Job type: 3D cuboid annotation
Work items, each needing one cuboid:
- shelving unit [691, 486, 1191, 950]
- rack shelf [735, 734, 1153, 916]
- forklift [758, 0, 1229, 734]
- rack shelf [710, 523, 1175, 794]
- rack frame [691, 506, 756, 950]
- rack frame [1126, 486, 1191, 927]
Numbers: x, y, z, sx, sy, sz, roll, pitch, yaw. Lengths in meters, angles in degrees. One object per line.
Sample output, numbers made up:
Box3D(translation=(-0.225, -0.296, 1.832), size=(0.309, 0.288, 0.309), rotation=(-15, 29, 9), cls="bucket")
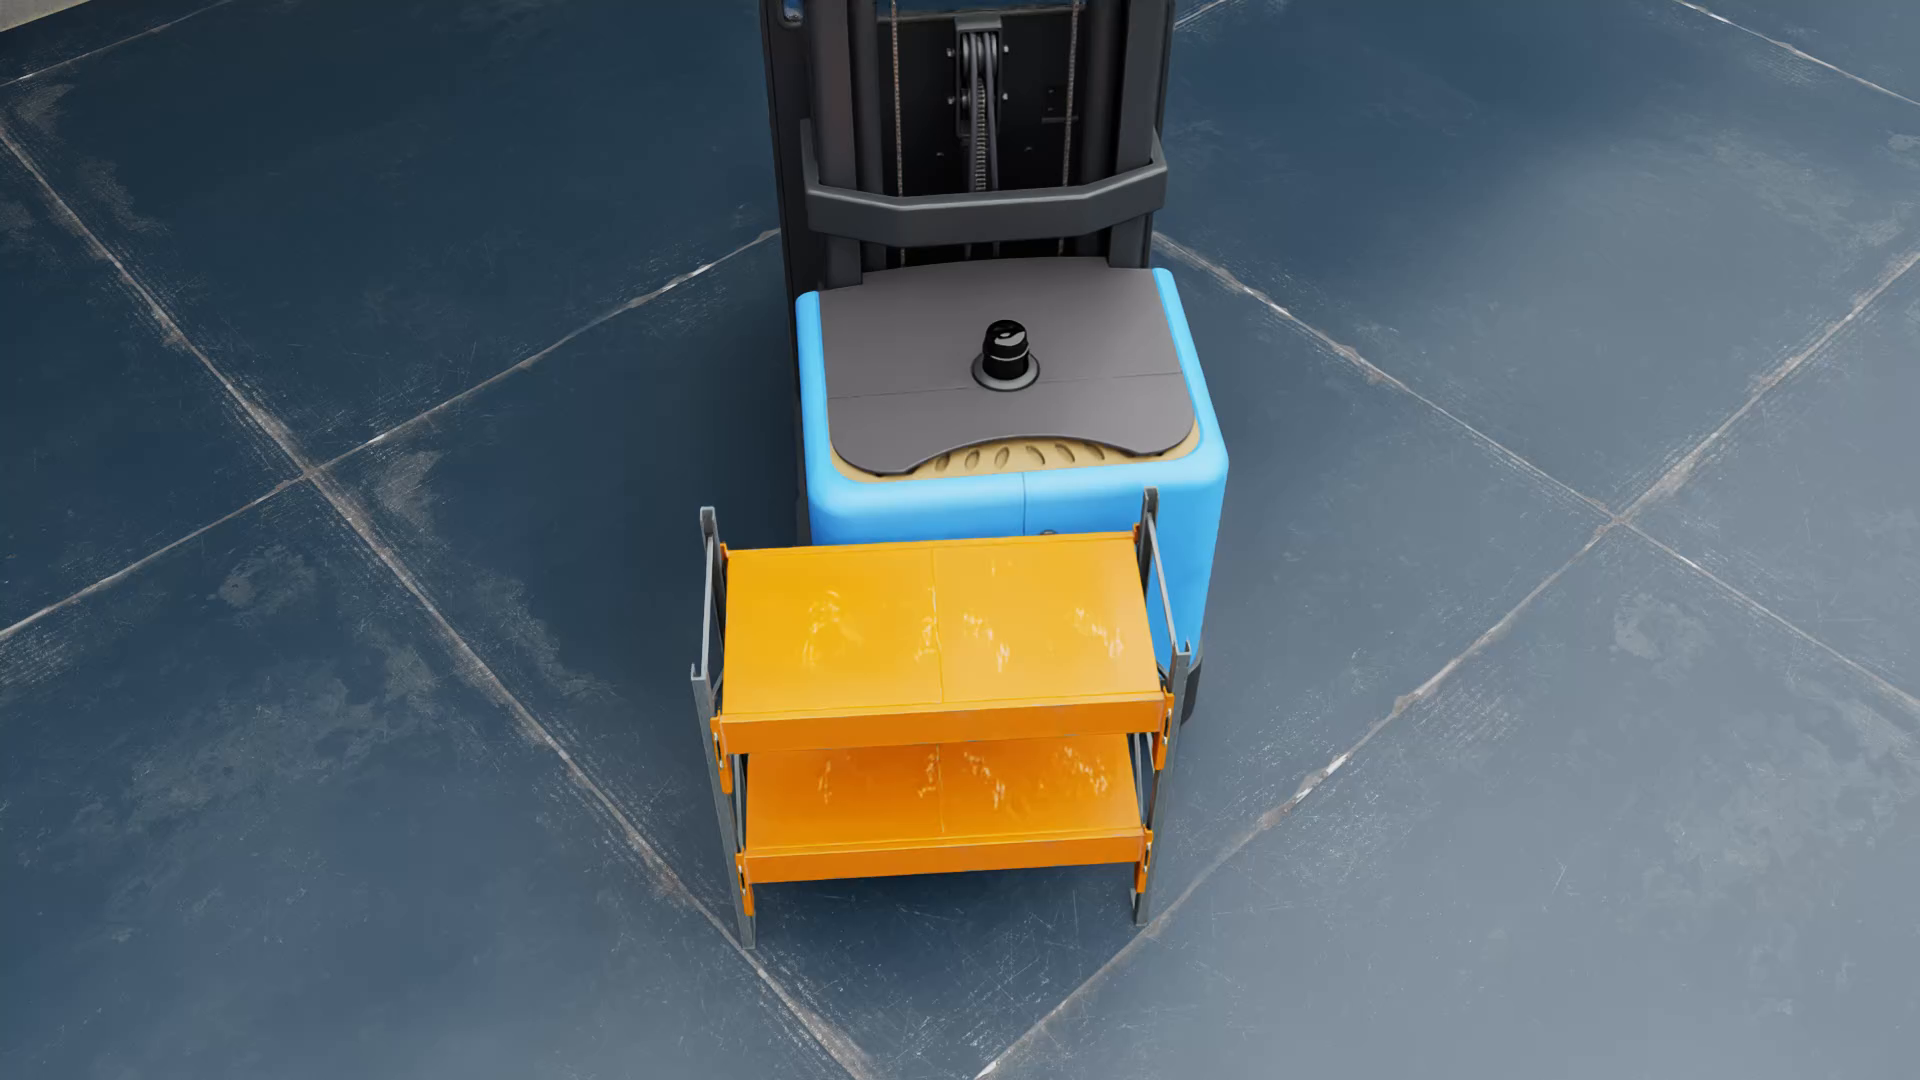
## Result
Box3D(translation=(-0.052, 0.464, 4.056), size=(1.048, 1.125, 0.538), rotation=(-3, 47, -3), cls="shelving unit")
Box3D(translation=(-0.052, 0.630, 4.236), size=(1.000, 0.278, 0.538), rotation=(-3, 47, -3), cls="rack shelf")
Box3D(translation=(-0.007, -1.484, 4.625), size=(1.130, 2.935, 3.031), rotation=(-5, 47, -4), cls="forklift")
Box3D(translation=(-0.052, 0.266, 3.841), size=(1.000, 0.278, 0.538), rotation=(-3, 47, -3), cls="rack shelf")
Box3D(translation=(-0.559, 0.489, 4.034), size=(0.032, 1.125, 0.500), rotation=(-3, 47, -3), cls="rack frame")
Box3D(translation=(0.455, 0.440, 4.079), size=(0.032, 1.125, 0.500), rotation=(-3, 47, -3), cls="rack frame")
